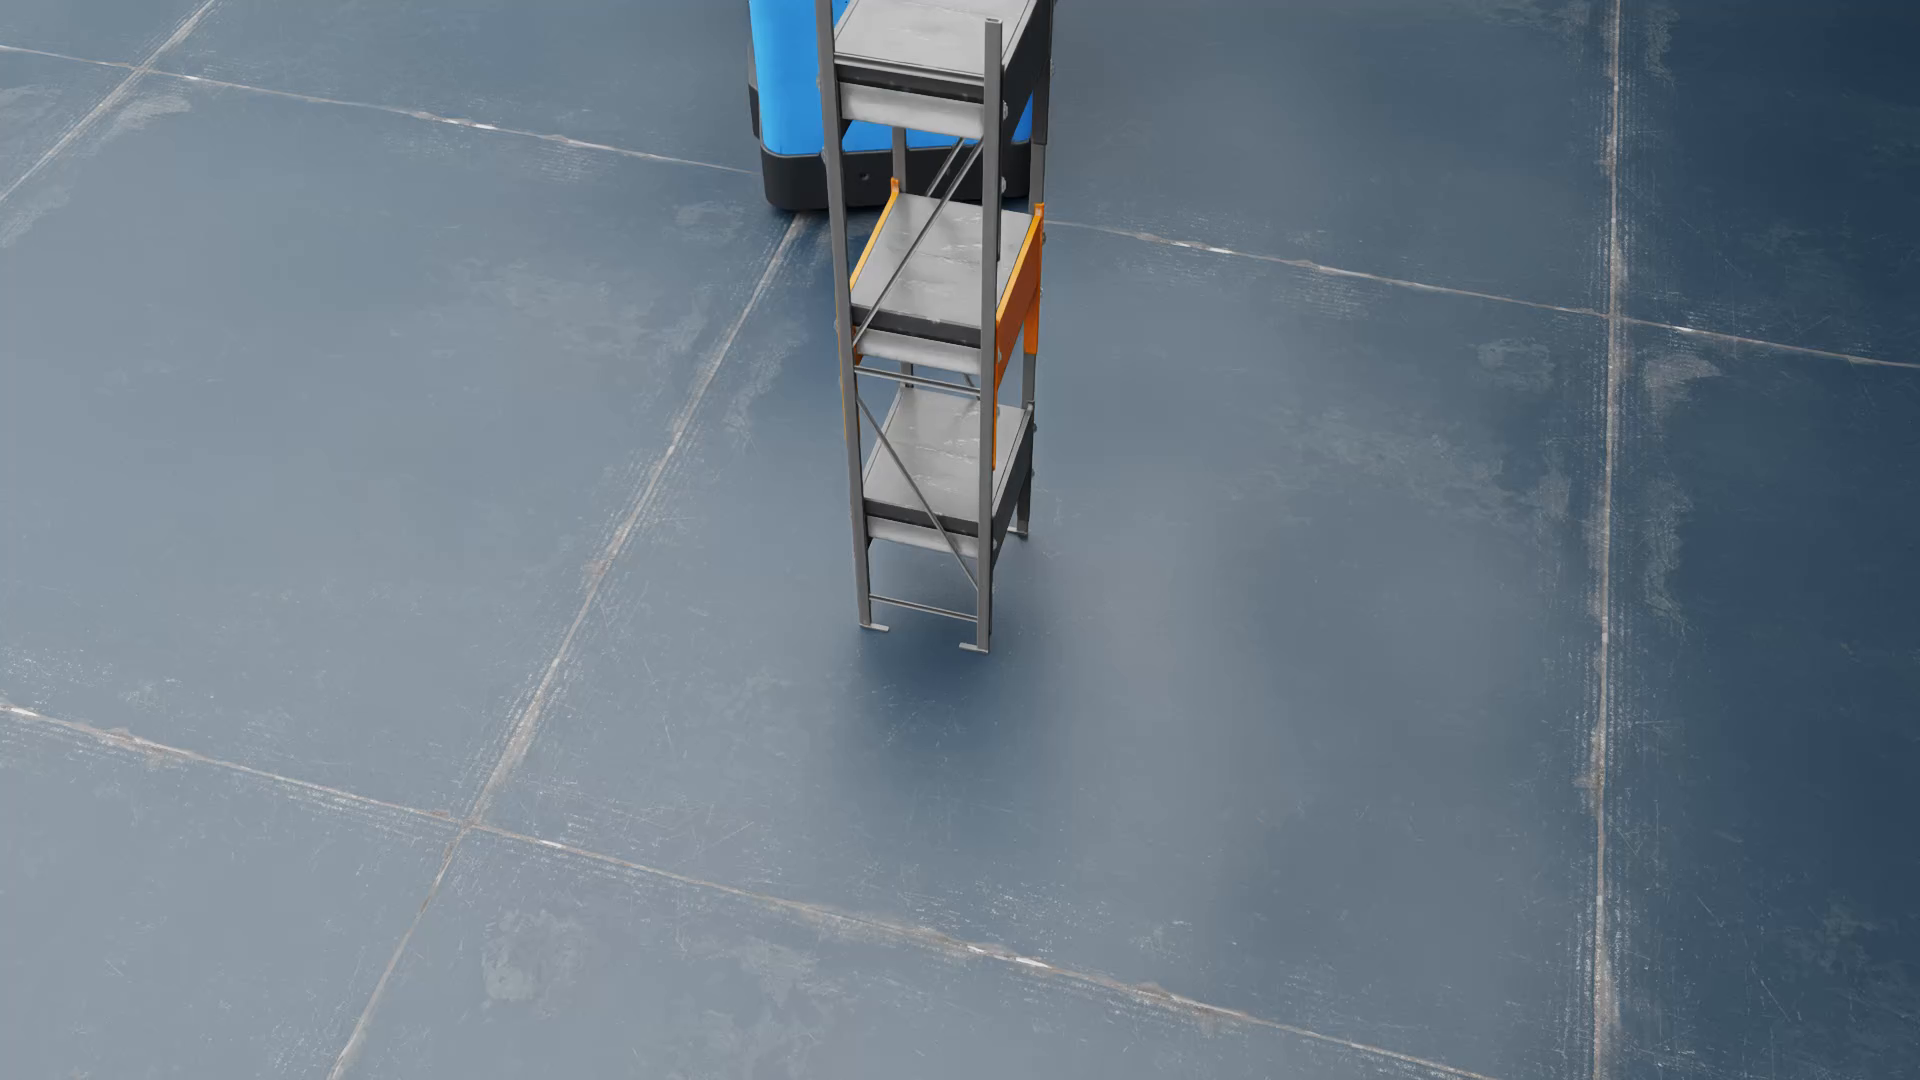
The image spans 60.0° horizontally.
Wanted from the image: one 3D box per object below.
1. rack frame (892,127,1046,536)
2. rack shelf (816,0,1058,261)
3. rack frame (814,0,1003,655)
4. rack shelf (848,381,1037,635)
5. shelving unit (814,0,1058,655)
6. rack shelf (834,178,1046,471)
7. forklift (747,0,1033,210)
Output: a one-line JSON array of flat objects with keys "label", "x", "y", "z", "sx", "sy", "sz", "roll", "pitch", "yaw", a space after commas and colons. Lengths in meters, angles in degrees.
[{"label": "rack frame", "x": 0.021, "y": -0.752, "z": 4.513, "sx": 0.400, "sy": 2.100, "sz": 0.015, "roll": 12, "pitch": 50, "yaw": 10}, {"label": "rack shelf", "x": -0.044, "y": -1.029, "z": 3.842, "sx": 0.431, "sy": 0.518, "sz": 0.480, "roll": 12, "pitch": 50, "yaw": 10}, {"label": "rack frame", "x": -0.108, "y": -0.399, "z": 4.201, "sx": 0.400, "sy": 2.100, "sz": 0.015, "roll": 12, "pitch": 50, "yaw": 10}, {"label": "rack shelf", "x": -0.044, "y": -0.103, "z": 4.892, "sx": 0.431, "sy": 0.518, "sz": 0.480, "roll": 12, "pitch": 50, "yaw": 10}, {"label": "shelving unit", "x": -0.044, "y": -0.575, "z": 4.357, "sx": 0.431, "sy": 2.100, "sz": 0.503, "roll": 12, "pitch": 50, "yaw": 10}, {"label": "rack shelf", "x": -0.044, "y": -0.566, "z": 4.367, "sx": 0.431, "sy": 0.518, "sz": 0.480, "roll": 12, "pitch": 50, "yaw": 10}, {"label": "forklift", "x": -0.352, "y": -3.321, "z": 6.226, "sx": 1.130, "sy": 2.935, "sz": 3.031, "roll": -4, "pitch": 49, "yaw": -4}]
